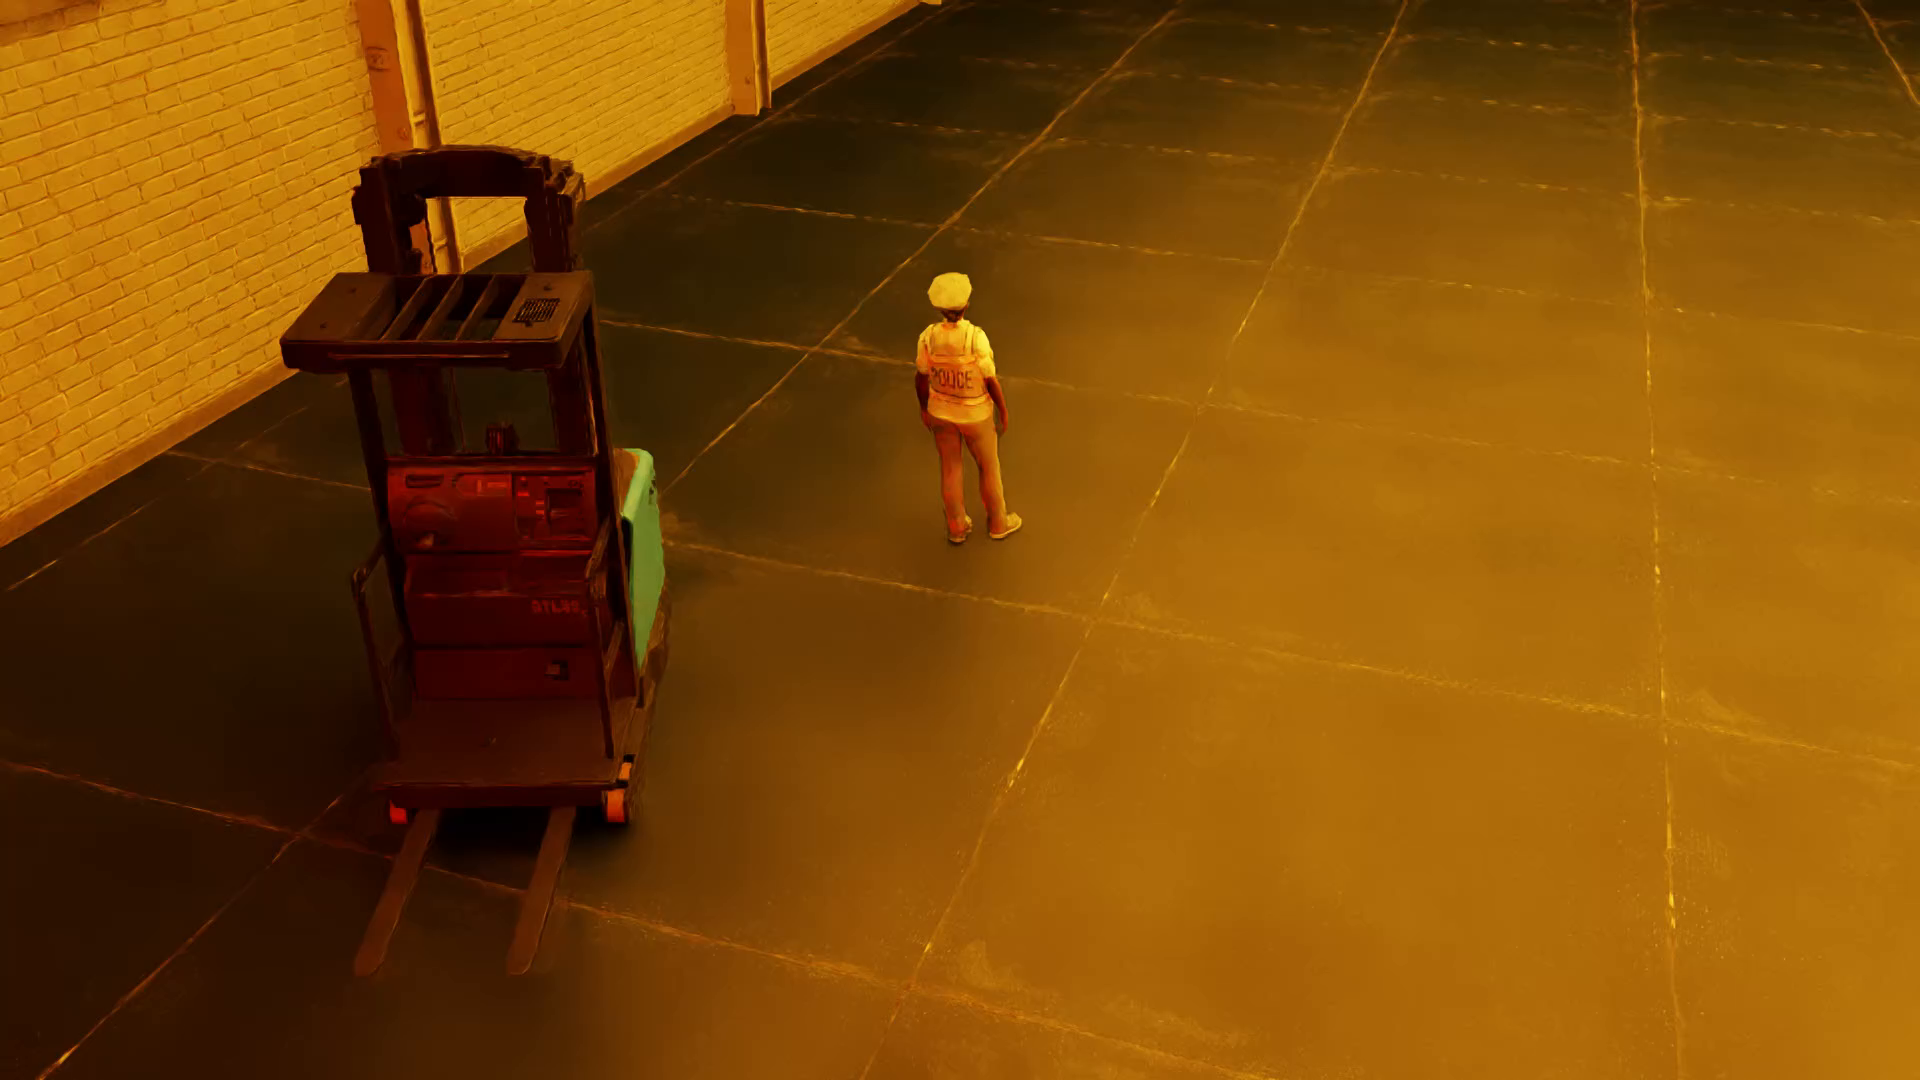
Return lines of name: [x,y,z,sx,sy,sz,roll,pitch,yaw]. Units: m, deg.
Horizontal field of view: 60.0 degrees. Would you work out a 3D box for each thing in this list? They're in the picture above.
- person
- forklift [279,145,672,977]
person: [0.043,-0.775,9.729,0.570,1.695,0.529,10,31,16]
forklift: [-2.099,-0.100,7.312,1.130,2.935,3.031,-1,30,-1]
